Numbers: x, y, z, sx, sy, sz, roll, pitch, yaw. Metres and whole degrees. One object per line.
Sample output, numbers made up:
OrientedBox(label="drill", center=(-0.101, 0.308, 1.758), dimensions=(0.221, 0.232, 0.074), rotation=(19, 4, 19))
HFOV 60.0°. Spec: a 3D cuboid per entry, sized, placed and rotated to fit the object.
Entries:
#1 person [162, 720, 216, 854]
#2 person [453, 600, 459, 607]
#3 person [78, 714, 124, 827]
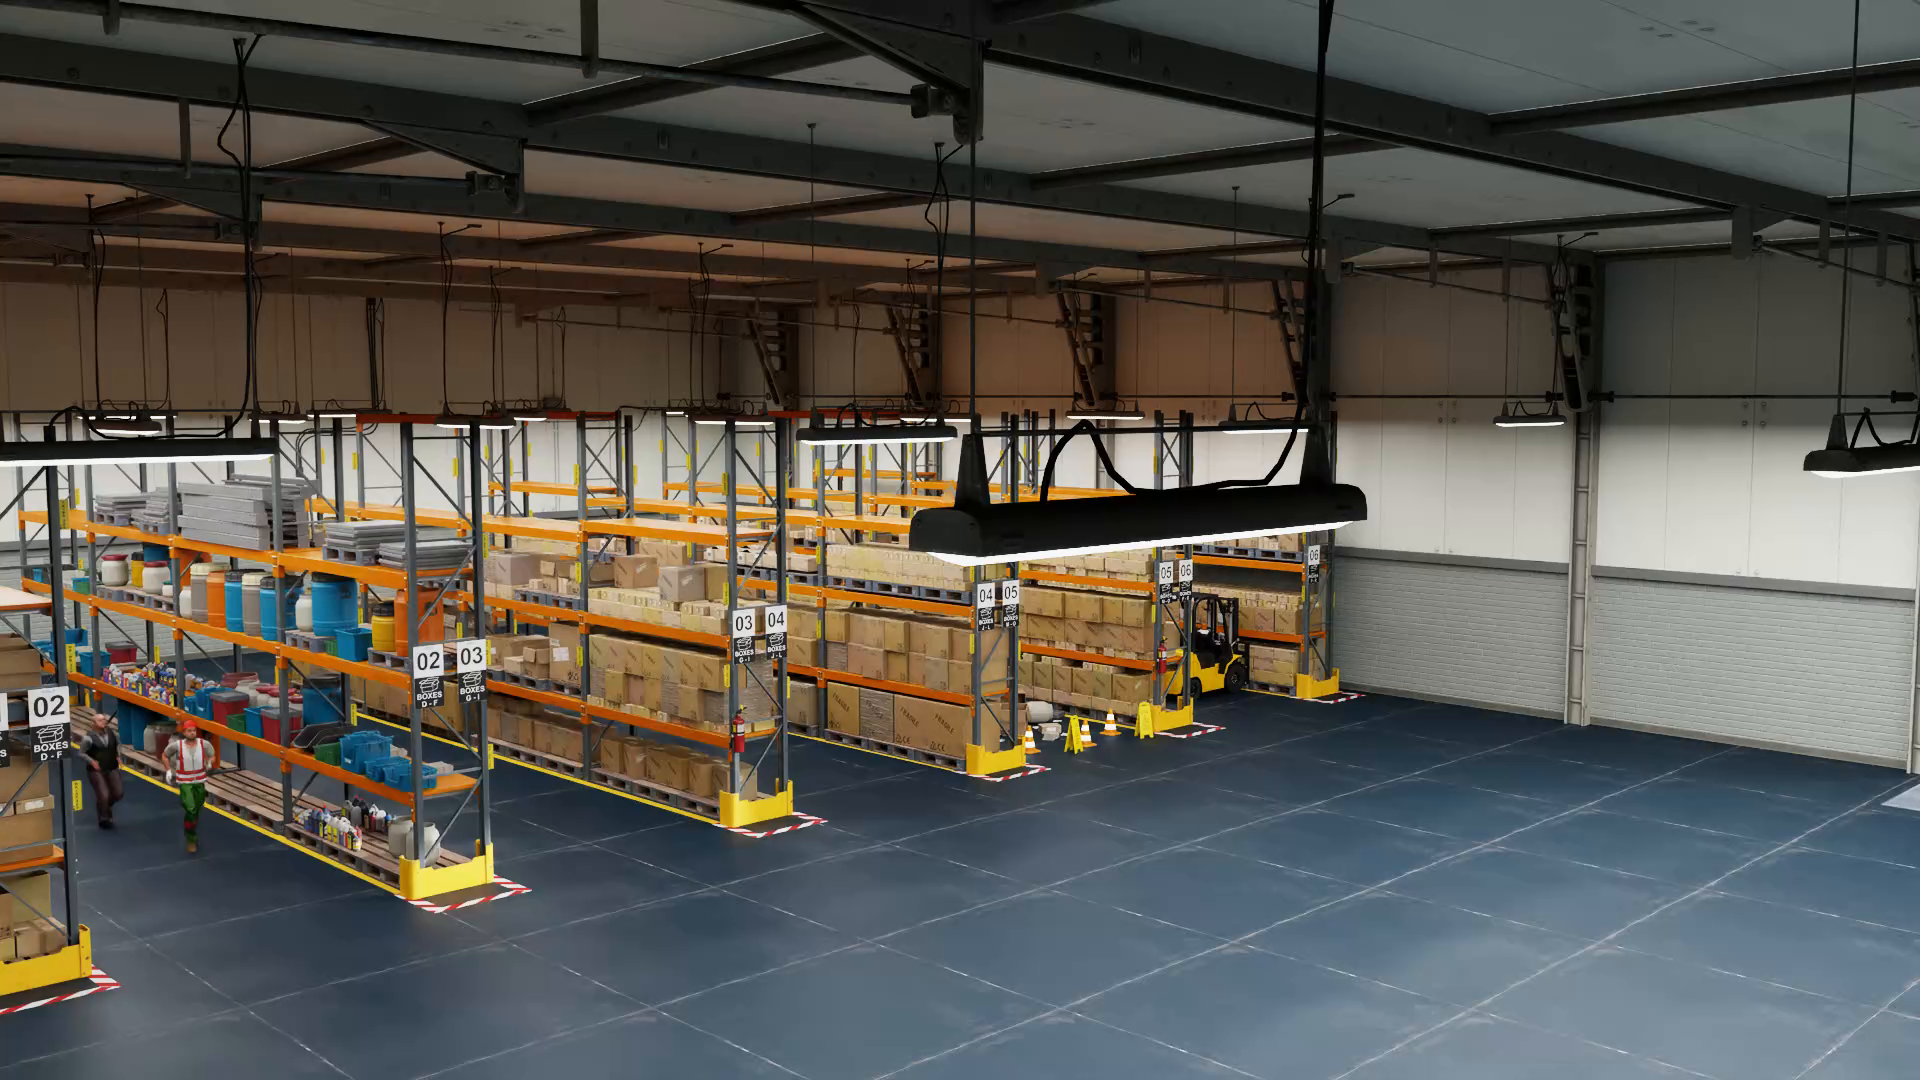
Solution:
OrientedBox(label="person", center=(-10.742, 3.429, 23.279), dimensions=(0.639, 1.843, 0.783), rotation=(-5, 7, -44))
OrientedBox(label="person", center=(-11.437, 2.200, 37.809), dimensions=(0.718, 1.711, 0.591), rotation=(-2, 5, -20))
OrientedBox(label="person", center=(-12.550, 3.375, 24.369), dimensions=(0.576, 1.675, 0.638), rotation=(4, 6, 39))
